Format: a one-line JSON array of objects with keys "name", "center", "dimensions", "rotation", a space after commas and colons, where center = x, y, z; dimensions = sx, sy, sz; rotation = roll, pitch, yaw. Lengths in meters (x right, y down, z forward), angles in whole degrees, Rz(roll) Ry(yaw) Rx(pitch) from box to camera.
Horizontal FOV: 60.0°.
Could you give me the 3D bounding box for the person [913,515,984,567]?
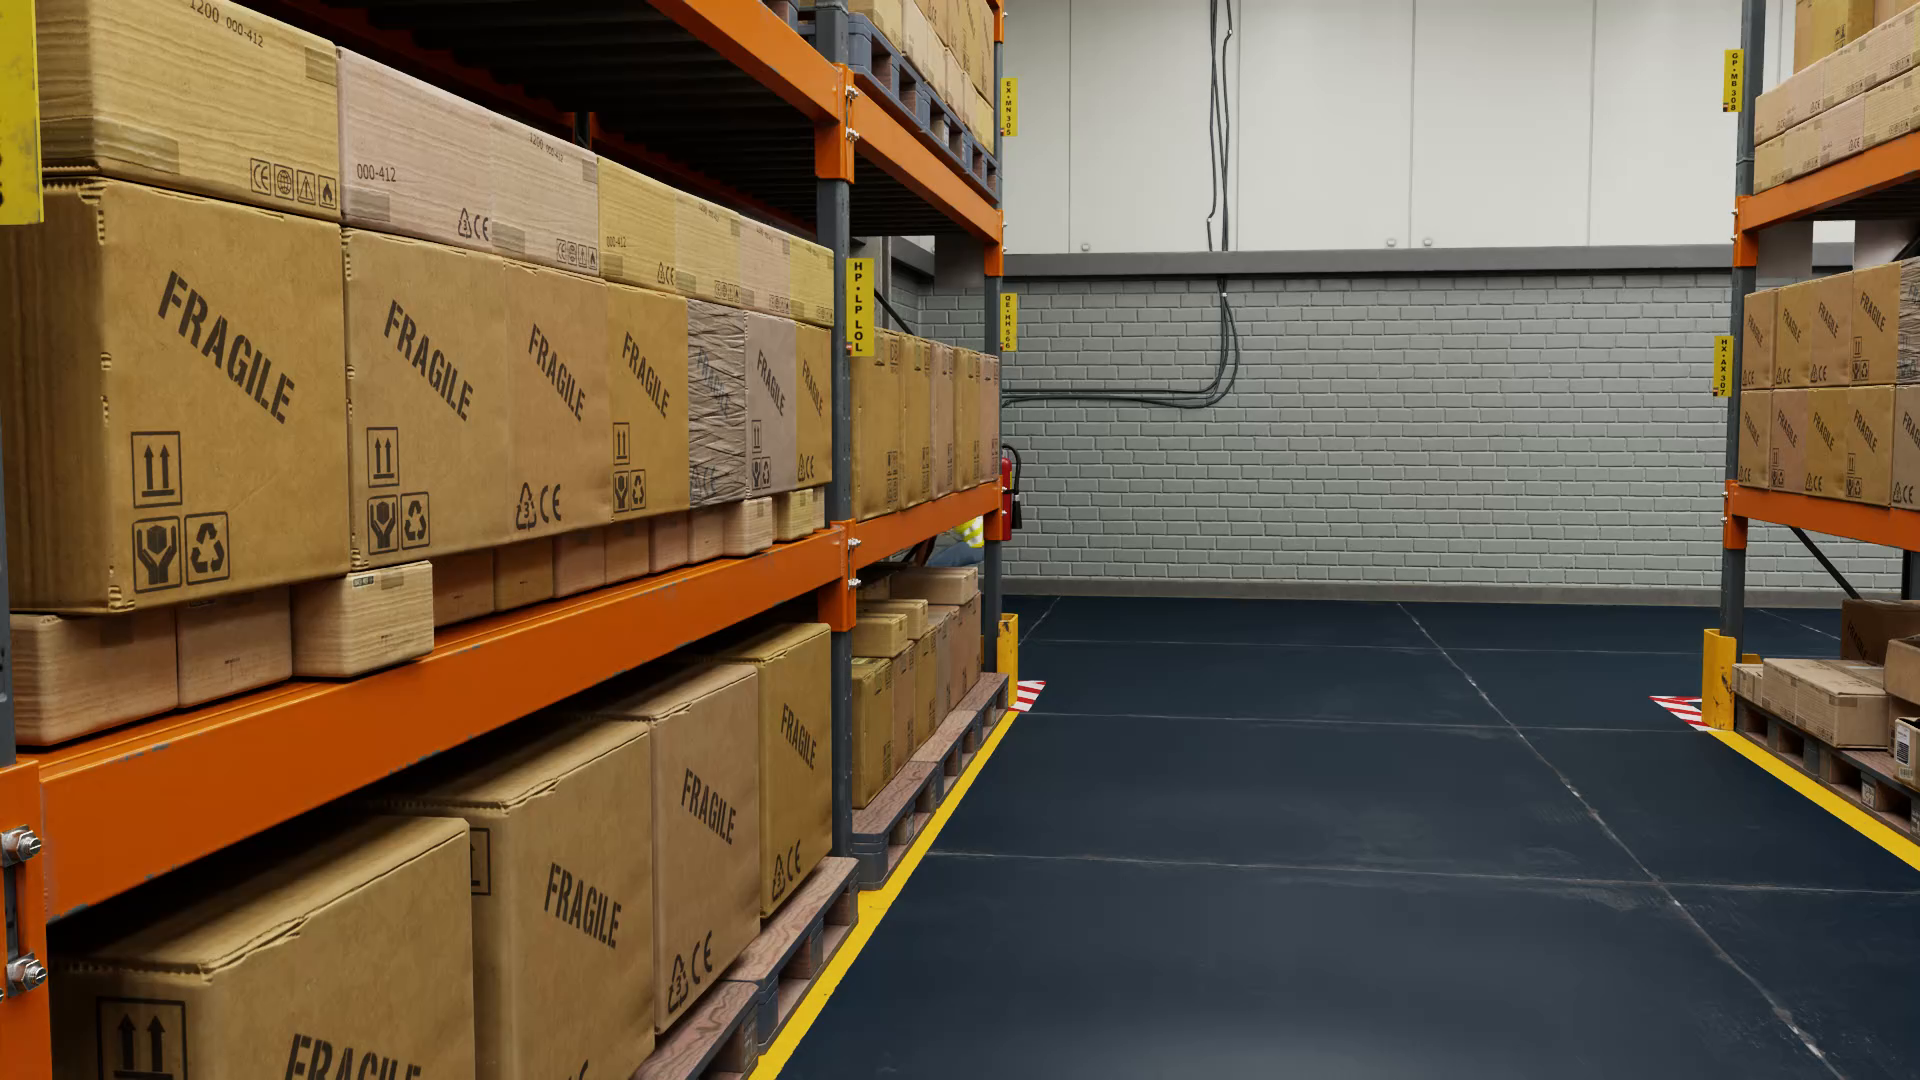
[{"name": "person", "center": [-0.113, 0.063, 13.585], "dimensions": [0.856, 1.165, 0.615], "rotation": [1, 4, 9]}]
